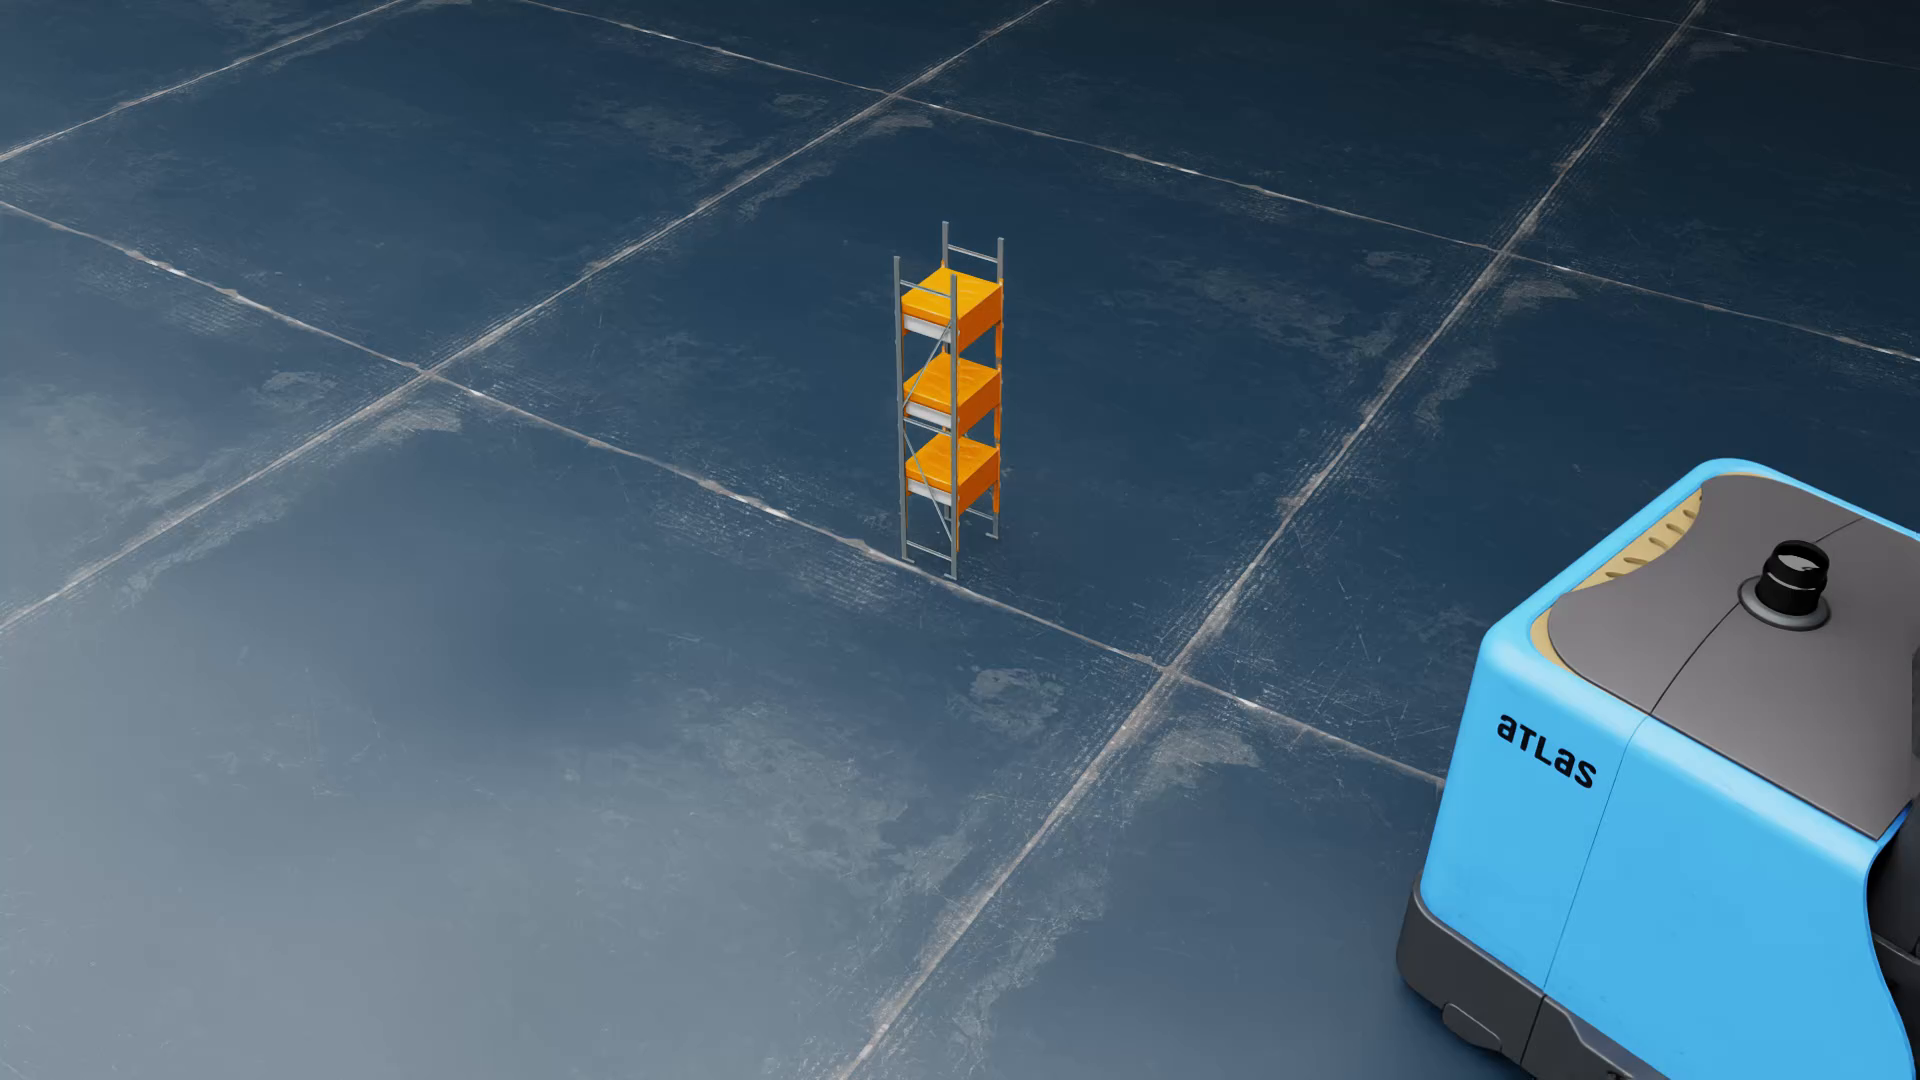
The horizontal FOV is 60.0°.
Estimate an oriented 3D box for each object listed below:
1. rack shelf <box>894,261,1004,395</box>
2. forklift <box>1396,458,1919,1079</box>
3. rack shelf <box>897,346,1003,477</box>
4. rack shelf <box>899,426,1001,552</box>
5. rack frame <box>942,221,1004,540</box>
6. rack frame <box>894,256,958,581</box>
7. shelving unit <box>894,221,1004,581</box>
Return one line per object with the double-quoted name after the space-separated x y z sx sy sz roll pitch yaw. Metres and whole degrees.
-0.029 -0.605 4.727 0.215 0.259 0.240 21 42 25 "rack shelf"
2.379 0.341 2.407 1.130 2.935 3.031 -29 46 -32 "forklift"
-0.029 -0.380 4.900 0.215 0.259 0.240 21 42 25 "rack shelf"
-0.029 -0.160 5.070 0.215 0.259 0.240 21 42 25 "rack shelf"
0.037 -0.451 4.975 0.200 1.050 0.008 21 42 25 "rack frame"
-0.094 -0.325 4.812 0.200 1.050 0.008 21 42 25 "rack frame"
-0.029 -0.388 4.894 0.215 1.050 0.252 21 42 25 "shelving unit"
